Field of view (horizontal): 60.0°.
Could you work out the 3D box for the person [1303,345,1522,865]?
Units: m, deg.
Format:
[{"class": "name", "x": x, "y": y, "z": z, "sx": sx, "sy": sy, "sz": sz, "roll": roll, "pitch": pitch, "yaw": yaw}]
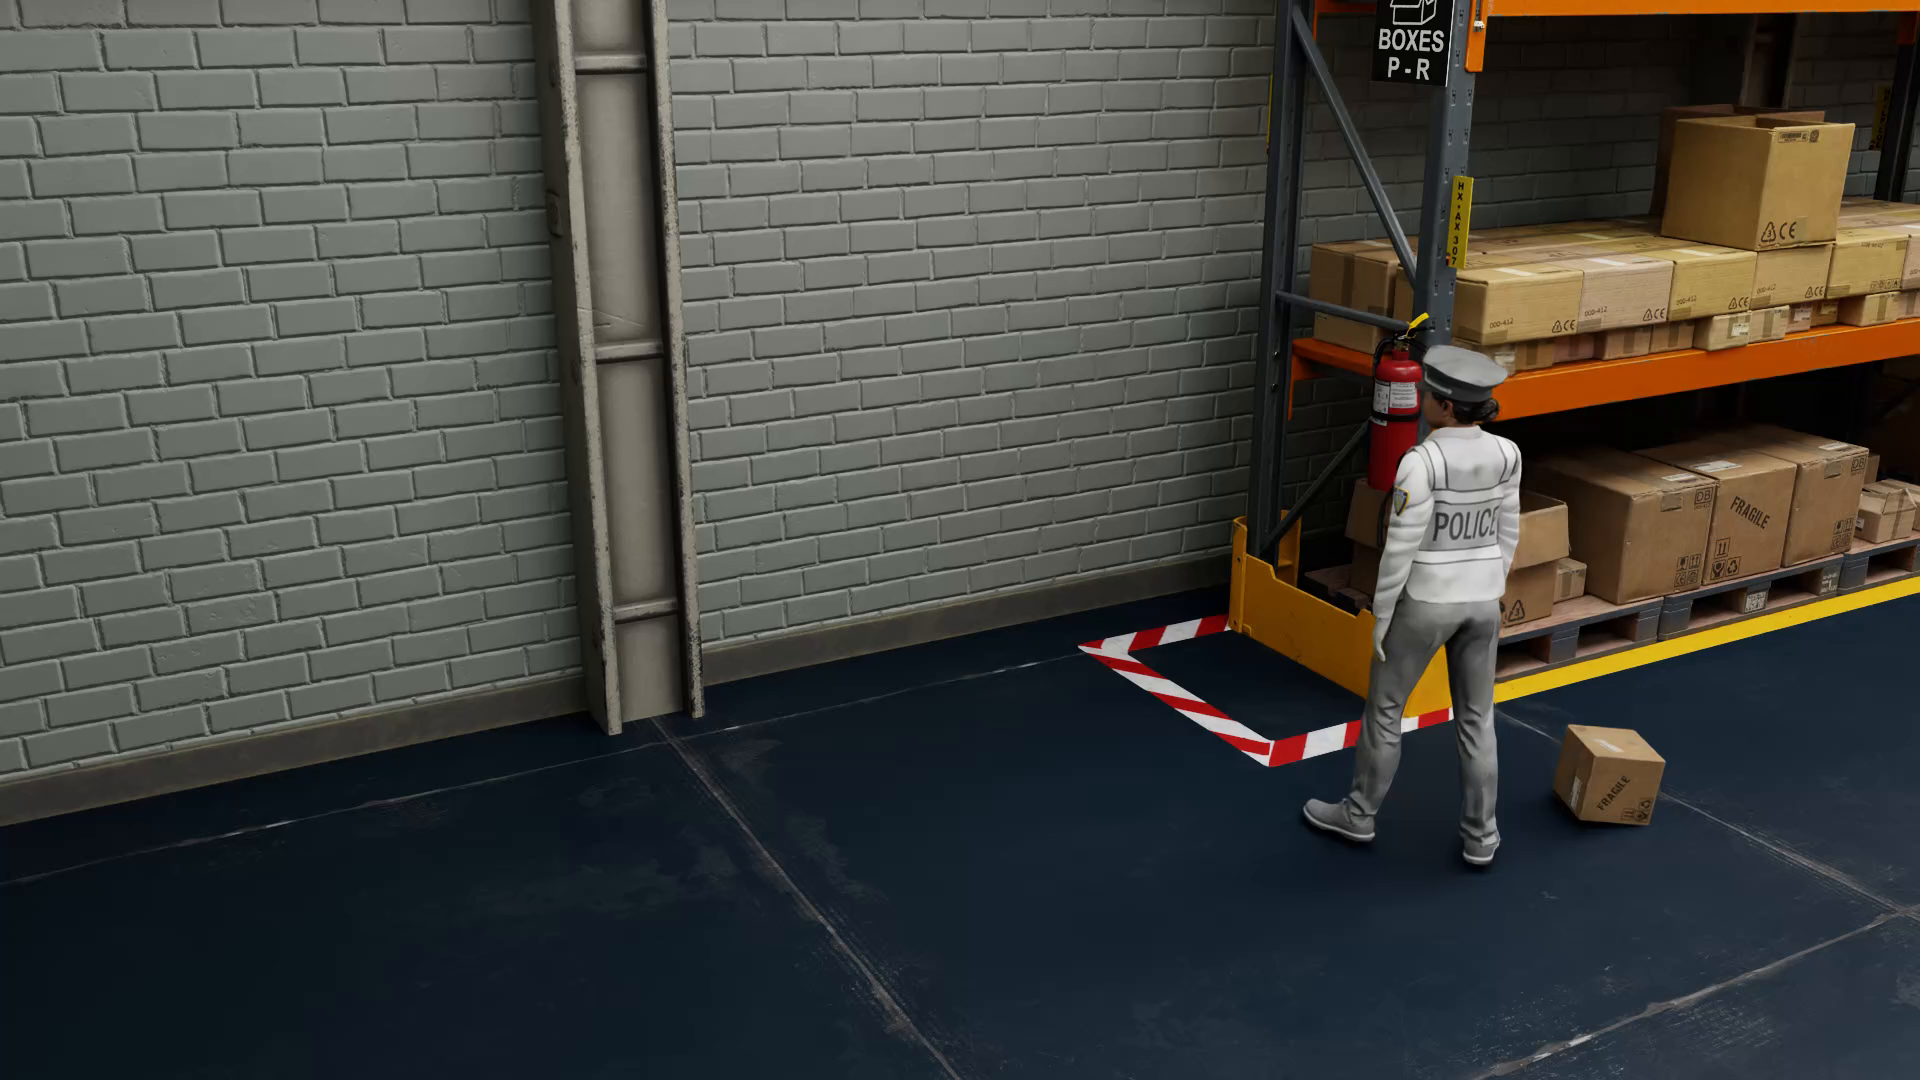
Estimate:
[{"class": "person", "x": 14.226, "y": -2.013, "z": 5.416, "sx": 25.355, "sy": 5.850, "sz": 6.398, "roll": -6, "pitch": 19, "yaw": -16}]
